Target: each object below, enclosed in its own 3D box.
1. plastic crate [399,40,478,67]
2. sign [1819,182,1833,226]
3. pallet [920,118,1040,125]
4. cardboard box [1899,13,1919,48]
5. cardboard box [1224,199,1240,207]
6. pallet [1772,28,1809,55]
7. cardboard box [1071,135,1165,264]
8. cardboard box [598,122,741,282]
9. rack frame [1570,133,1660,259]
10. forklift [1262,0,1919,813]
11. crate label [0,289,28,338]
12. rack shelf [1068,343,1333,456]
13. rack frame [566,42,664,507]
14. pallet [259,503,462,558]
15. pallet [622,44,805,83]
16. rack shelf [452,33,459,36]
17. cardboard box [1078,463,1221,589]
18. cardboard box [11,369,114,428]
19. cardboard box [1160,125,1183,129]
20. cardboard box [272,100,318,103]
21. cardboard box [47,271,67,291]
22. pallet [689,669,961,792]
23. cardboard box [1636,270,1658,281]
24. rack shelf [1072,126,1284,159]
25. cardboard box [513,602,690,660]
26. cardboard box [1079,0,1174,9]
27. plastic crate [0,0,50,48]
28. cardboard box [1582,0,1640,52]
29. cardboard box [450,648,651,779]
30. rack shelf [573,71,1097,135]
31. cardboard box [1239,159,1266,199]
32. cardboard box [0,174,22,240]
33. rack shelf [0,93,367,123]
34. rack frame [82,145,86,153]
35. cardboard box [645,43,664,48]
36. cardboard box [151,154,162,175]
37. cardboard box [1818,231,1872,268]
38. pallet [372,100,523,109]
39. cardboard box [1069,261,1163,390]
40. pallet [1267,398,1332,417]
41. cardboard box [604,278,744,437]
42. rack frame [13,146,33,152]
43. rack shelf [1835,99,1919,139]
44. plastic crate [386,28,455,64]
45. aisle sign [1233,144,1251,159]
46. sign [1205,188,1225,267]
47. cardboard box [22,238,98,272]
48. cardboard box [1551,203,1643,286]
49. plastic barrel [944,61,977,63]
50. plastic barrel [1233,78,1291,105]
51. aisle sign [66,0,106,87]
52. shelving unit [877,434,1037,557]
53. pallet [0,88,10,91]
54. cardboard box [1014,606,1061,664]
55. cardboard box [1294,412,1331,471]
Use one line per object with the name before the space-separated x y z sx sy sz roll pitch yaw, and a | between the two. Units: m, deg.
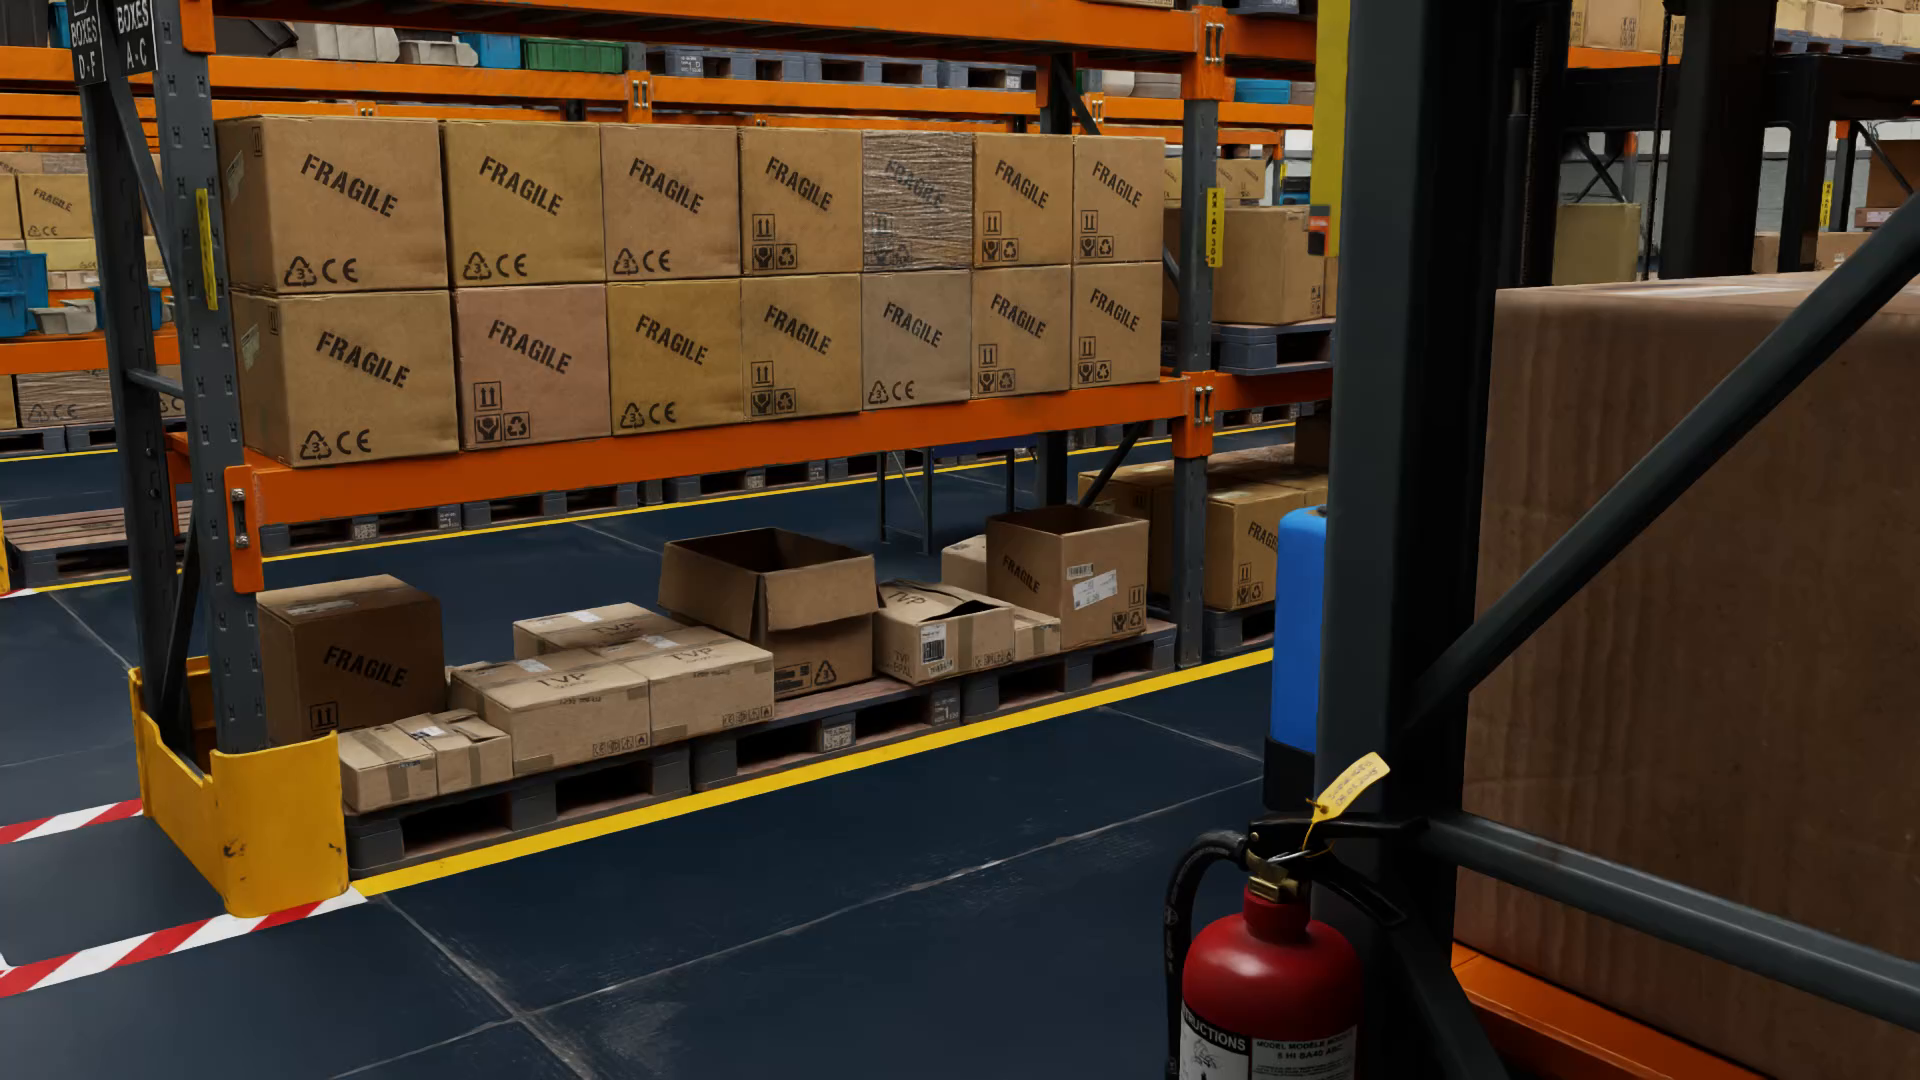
plastic crate | -3.122 -2.892 9.927 0.466 0.136 0.293 -9 15 -38
sign | 6.624 -2.567 12.706 0.005 0.325 0.100 -9 15 -38
pallet | 0.237 -4.935 19.363 1.003 0.211 1.213 -9 15 -38
cardboard box | 6.484 -3.536 11.673 0.500 0.250 0.500 -8 14 -32
cardboard box | 3.147 -4.184 21.641 0.500 0.500 0.875 -9 15 -38
pallet | 4.322 -2.973 10.128 1.003 0.211 1.213 -9 15 -35
cardboard box | 0.492 -1.407 6.872 0.500 0.500 0.500 -9 15 -37
cardboard box | -1.090 -1.144 5.631 0.500 0.500 0.500 -9 15 -37
rack frame | 3.848 -1.496 9.937 0.127 3.000 1.000 -9 15 -38
forklift | 2.497 -0.583 5.805 3.031 2.935 1.130 -9 15 -36
crate label | -5.092 -1.188 8.745 0.303 0.233 0.416 -9 15 -38
rack shelf | 2.286 -0.885 8.790 4.000 0.370 1.077 -9 15 -38
rack frame | -2.367 -1.781 11.279 0.127 3.000 1.000 -9 15 -38
pallet | -3.870 -0.156 10.340 1.213 0.211 1.003 -9 15 -38
pallet | -1.816 -3.273 11.540 1.003 0.211 1.213 -9 15 -38
rack shelf | -6.919 -6.048 19.627 4.000 0.370 1.077 -9 15 -38
cardboard box | 0.931 -0.080 8.227 0.500 0.500 0.500 -10 15 -38
cardboard box | -7.424 -1.445 13.803 0.875 0.875 0.875 -9 15 -38
cardboard box | 2.509 -5.235 20.685 0.500 0.250 0.500 -10 15 -39
cardboard box | -7.662 -5.111 18.944 0.500 0.311 0.500 -10 15 -38
cardboard box | -7.300 -2.068 13.238 0.250 0.149 0.380 -10 15 -39
pallet | -0.765 0.635 6.614 1.213 0.211 1.003 -9 15 -38
cardboard box | 4.159 -1.493 10.135 0.500 0.311 0.500 -8 15 -34
rack shelf | 2.348 -4.997 20.936 4.000 0.370 1.077 -9 15 -38
cardboard box | -1.368 0.443 6.366 0.500 0.250 0.500 -9 15 -38
cardboard box | 0.511 -2.265 6.697 0.500 0.250 0.500 -9 15 -38
plastic crate | -5.015 -2.670 8.559 0.590 0.269 0.497 -9 15 -38
cardboard box | 3.130 -2.884 9.011 0.500 0.500 0.910 -9 15 -38
cardboard box | -1.407 0.582 5.710 0.500 0.250 0.500 -9 15 -38
rack shelf | -0.805 -3.156 12.264 4.000 0.370 1.077 -9 15 -38
cardboard box | 3.634 -4.713 21.725 0.500 0.500 0.500 -9 15 -38
cardboard box | -7.651 -2.588 12.917 0.500 0.500 0.500 -10 16 -39
rack shelf | -7.023 -3.440 13.603 4.000 0.370 1.077 -9 15 -38
rack frame | -11.652 -4.192 22.631 0.127 3.000 1.000 -9 15 -38
cardboard box | -2.769 -4.736 16.712 0.637 0.503 0.797 -8 15 -34
cardboard box | -8.679 -3.980 18.273 0.500 0.500 0.500 -10 16 -40
cardboard box | 5.950 -1.899 11.592 0.500 0.500 0.500 -8 14 -34
pallet | -4.776 -4.085 15.368 1.217 0.209 0.805 -10 16 -40
cardboard box | 0.495 -0.919 6.981 0.500 0.500 0.500 -9 15 -37
pallet | 3.291 -1.347 15.947 1.213 0.211 1.003 -9 15 -38
cardboard box | -1.094 -0.654 5.732 0.500 0.500 0.500 -9 15 -38
rack frame | -14.756 -4.996 26.420 0.127 3.000 1.000 -9 15 -38
rack shelf | 5.410 -2.871 10.922 4.000 0.370 1.077 -9 15 -38
plastic crate | -3.508 -3.068 10.431 0.590 0.269 0.497 -9 15 -38
aisle sign | 3.770 -5.470 22.392 0.004 0.787 0.394 -9 15 -38
sign | 1.070 -1.313 6.993 0.005 0.325 0.100 -9 15 -38
cardboard box | -7.245 -2.289 13.316 0.500 0.250 0.500 -10 16 -40
cardboard box | 3.427 -1.650 9.412 0.700 0.500 0.500 7 14 31
plastic barrel | 0.011 -3.742 12.615 0.301 0.262 0.301 0 12 0
plastic barrel | 2.597 -4.261 14.528 0.708 0.901 0.600 -9 15 -38
aisle sign | -2.643 -1.770 4.971 0.004 0.787 0.394 -9 15 -38
shelving unit | 0.067 -0.745 10.010 1.048 1.500 0.538 -9 15 -38
pallet | -8.012 -3.587 12.776 1.213 0.211 1.003 -9 15 -38
cardboard box | 0.202 0.381 6.903 0.250 0.149 0.380 -9 15 -38
cardboard box | 2.035 -0.489 8.349 0.500 0.250 0.500 -9 15 -38
